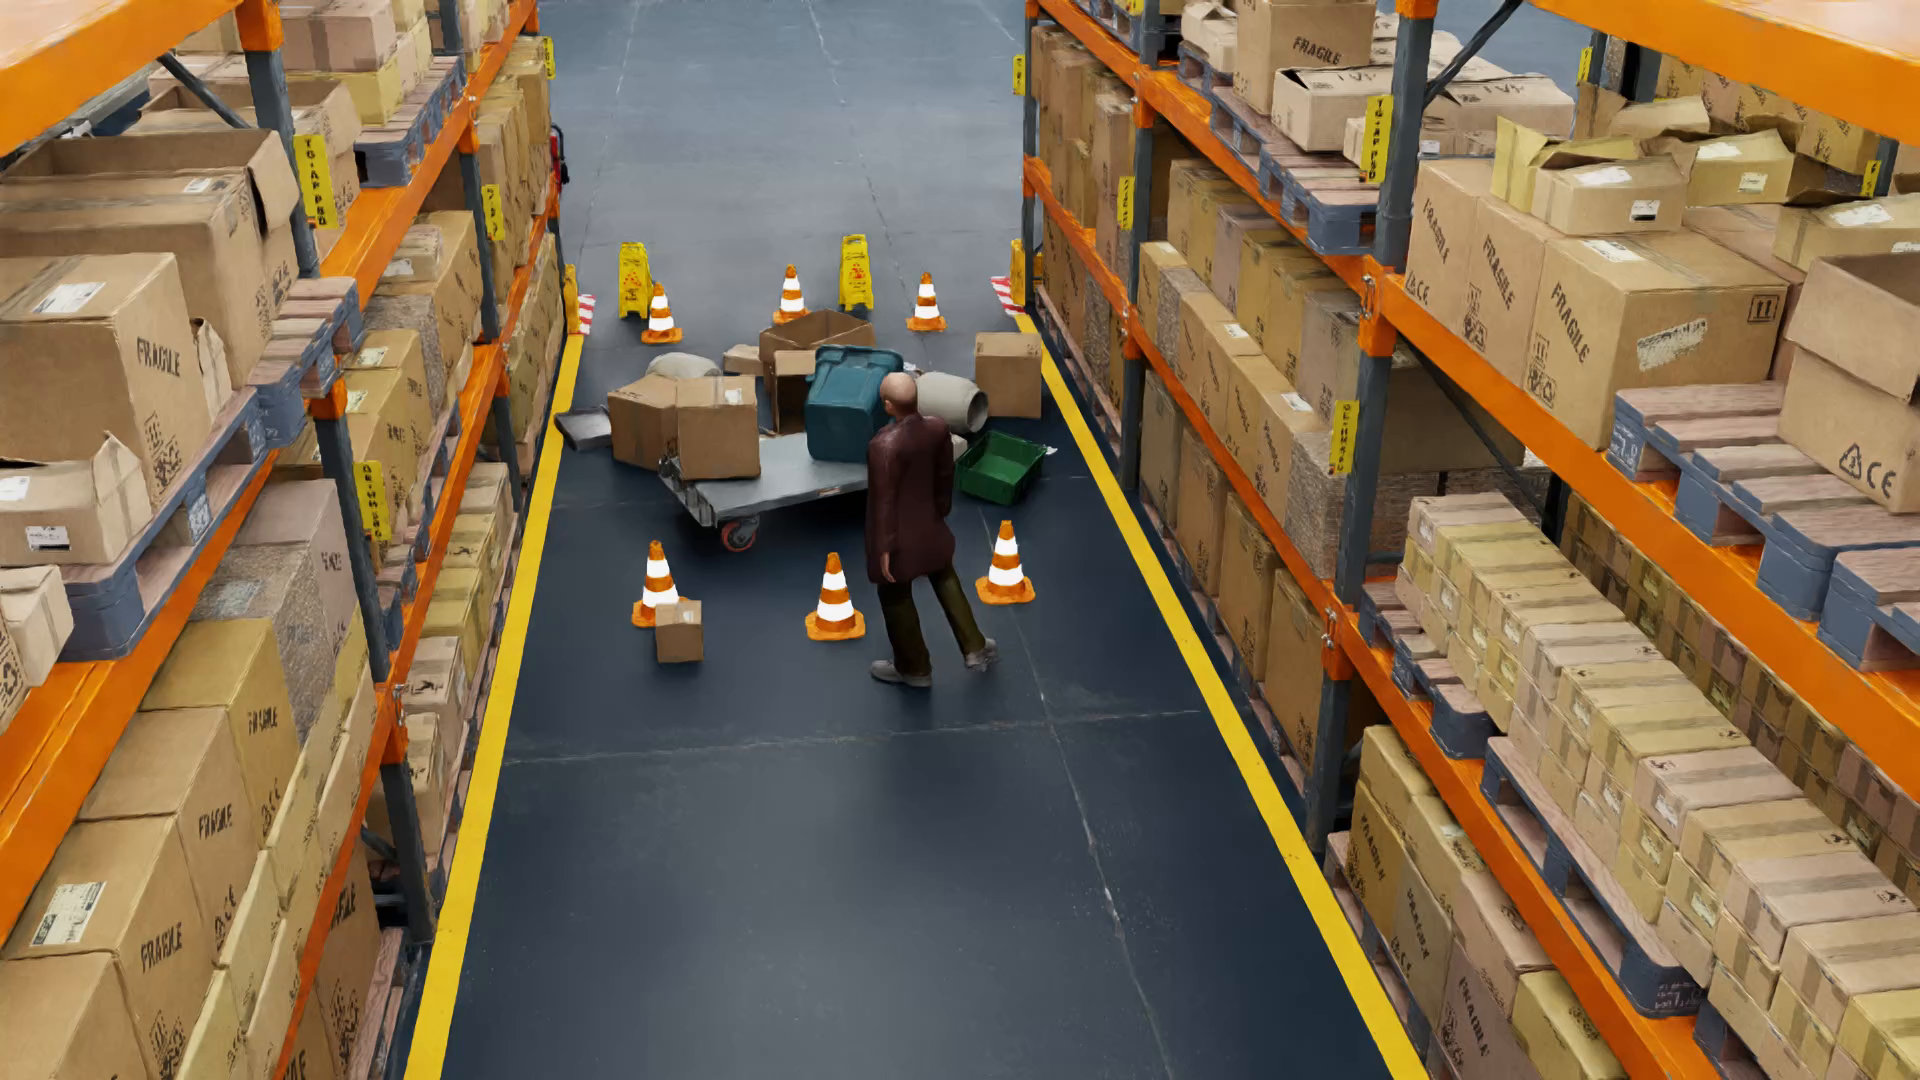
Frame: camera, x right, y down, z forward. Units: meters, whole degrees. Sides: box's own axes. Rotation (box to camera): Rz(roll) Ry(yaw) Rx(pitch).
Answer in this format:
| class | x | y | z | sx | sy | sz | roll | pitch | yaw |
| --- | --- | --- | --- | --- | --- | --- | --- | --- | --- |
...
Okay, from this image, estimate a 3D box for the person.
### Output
| class | x | y | z | sx | sy | sz | roll | pitch | yaw |
| --- | --- | --- | --- | --- | --- | --- | --- | --- | --- |
| person | -0.149 | -0.053 | 8.728 | 0.793 | 1.770 | 0.517 | -23 | 34 | -37 |
